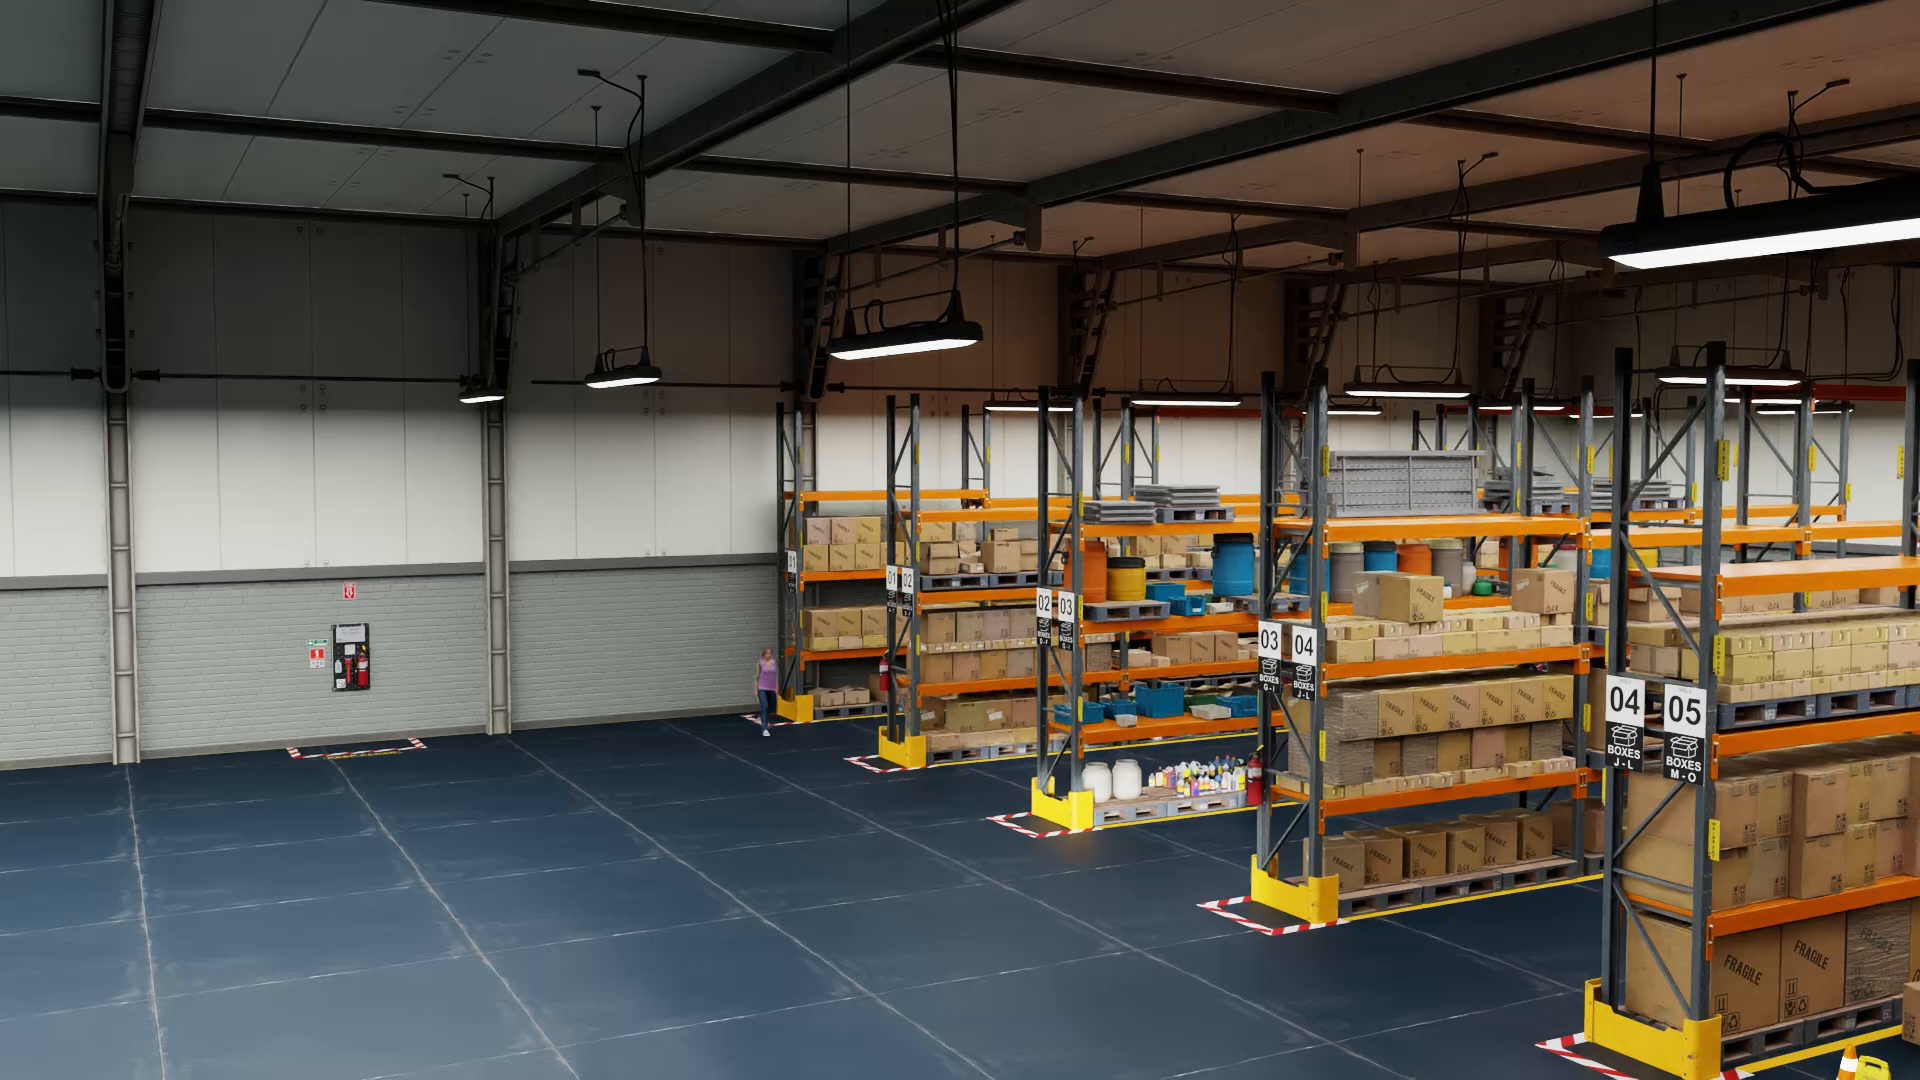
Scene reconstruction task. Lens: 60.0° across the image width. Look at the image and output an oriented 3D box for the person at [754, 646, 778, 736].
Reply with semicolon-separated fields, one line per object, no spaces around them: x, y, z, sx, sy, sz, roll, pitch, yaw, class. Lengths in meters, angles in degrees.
-3.484;2.682;29.792;0.445;1.574;0.764;-2;4;-33;person
